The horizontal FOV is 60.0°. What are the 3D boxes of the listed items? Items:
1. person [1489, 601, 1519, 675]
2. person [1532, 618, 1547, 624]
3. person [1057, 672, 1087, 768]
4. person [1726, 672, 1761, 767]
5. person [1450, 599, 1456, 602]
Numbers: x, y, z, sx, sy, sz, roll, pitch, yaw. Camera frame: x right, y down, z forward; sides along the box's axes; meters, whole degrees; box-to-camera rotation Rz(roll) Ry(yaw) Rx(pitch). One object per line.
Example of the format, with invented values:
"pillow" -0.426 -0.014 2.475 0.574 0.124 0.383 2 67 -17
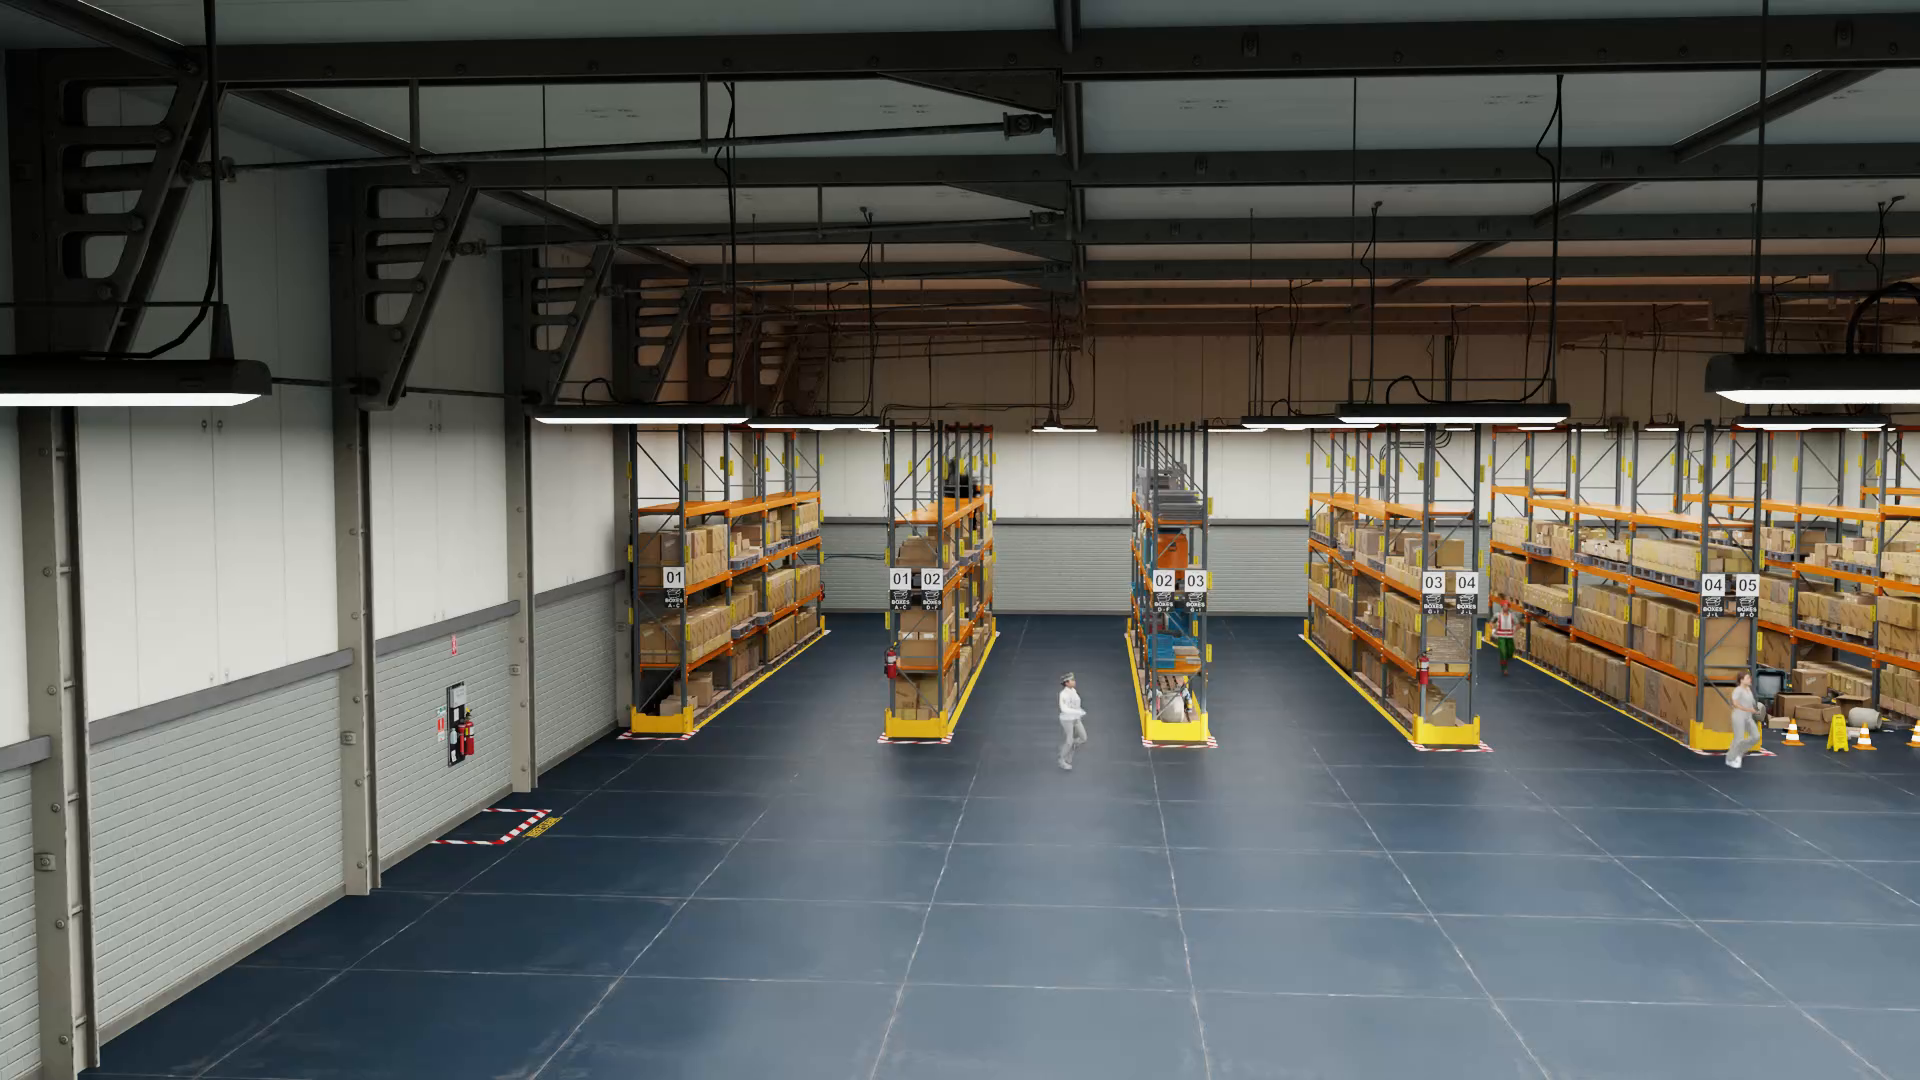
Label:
"person" 13.022 2.329 39.758 0.669 1.761 0.867 0 4 7
"person" 16.302 1.907 46.866 0.733 1.706 0.545 -3 5 -40
"person" 1.928 3.088 28.454 0.577 1.654 0.591 3 4 35
"person" 13.529 3.090 28.638 0.587 1.650 0.580 -2 4 -28
"person" 13.353 2.025 45.543 0.607 1.668 0.712 1 4 21
